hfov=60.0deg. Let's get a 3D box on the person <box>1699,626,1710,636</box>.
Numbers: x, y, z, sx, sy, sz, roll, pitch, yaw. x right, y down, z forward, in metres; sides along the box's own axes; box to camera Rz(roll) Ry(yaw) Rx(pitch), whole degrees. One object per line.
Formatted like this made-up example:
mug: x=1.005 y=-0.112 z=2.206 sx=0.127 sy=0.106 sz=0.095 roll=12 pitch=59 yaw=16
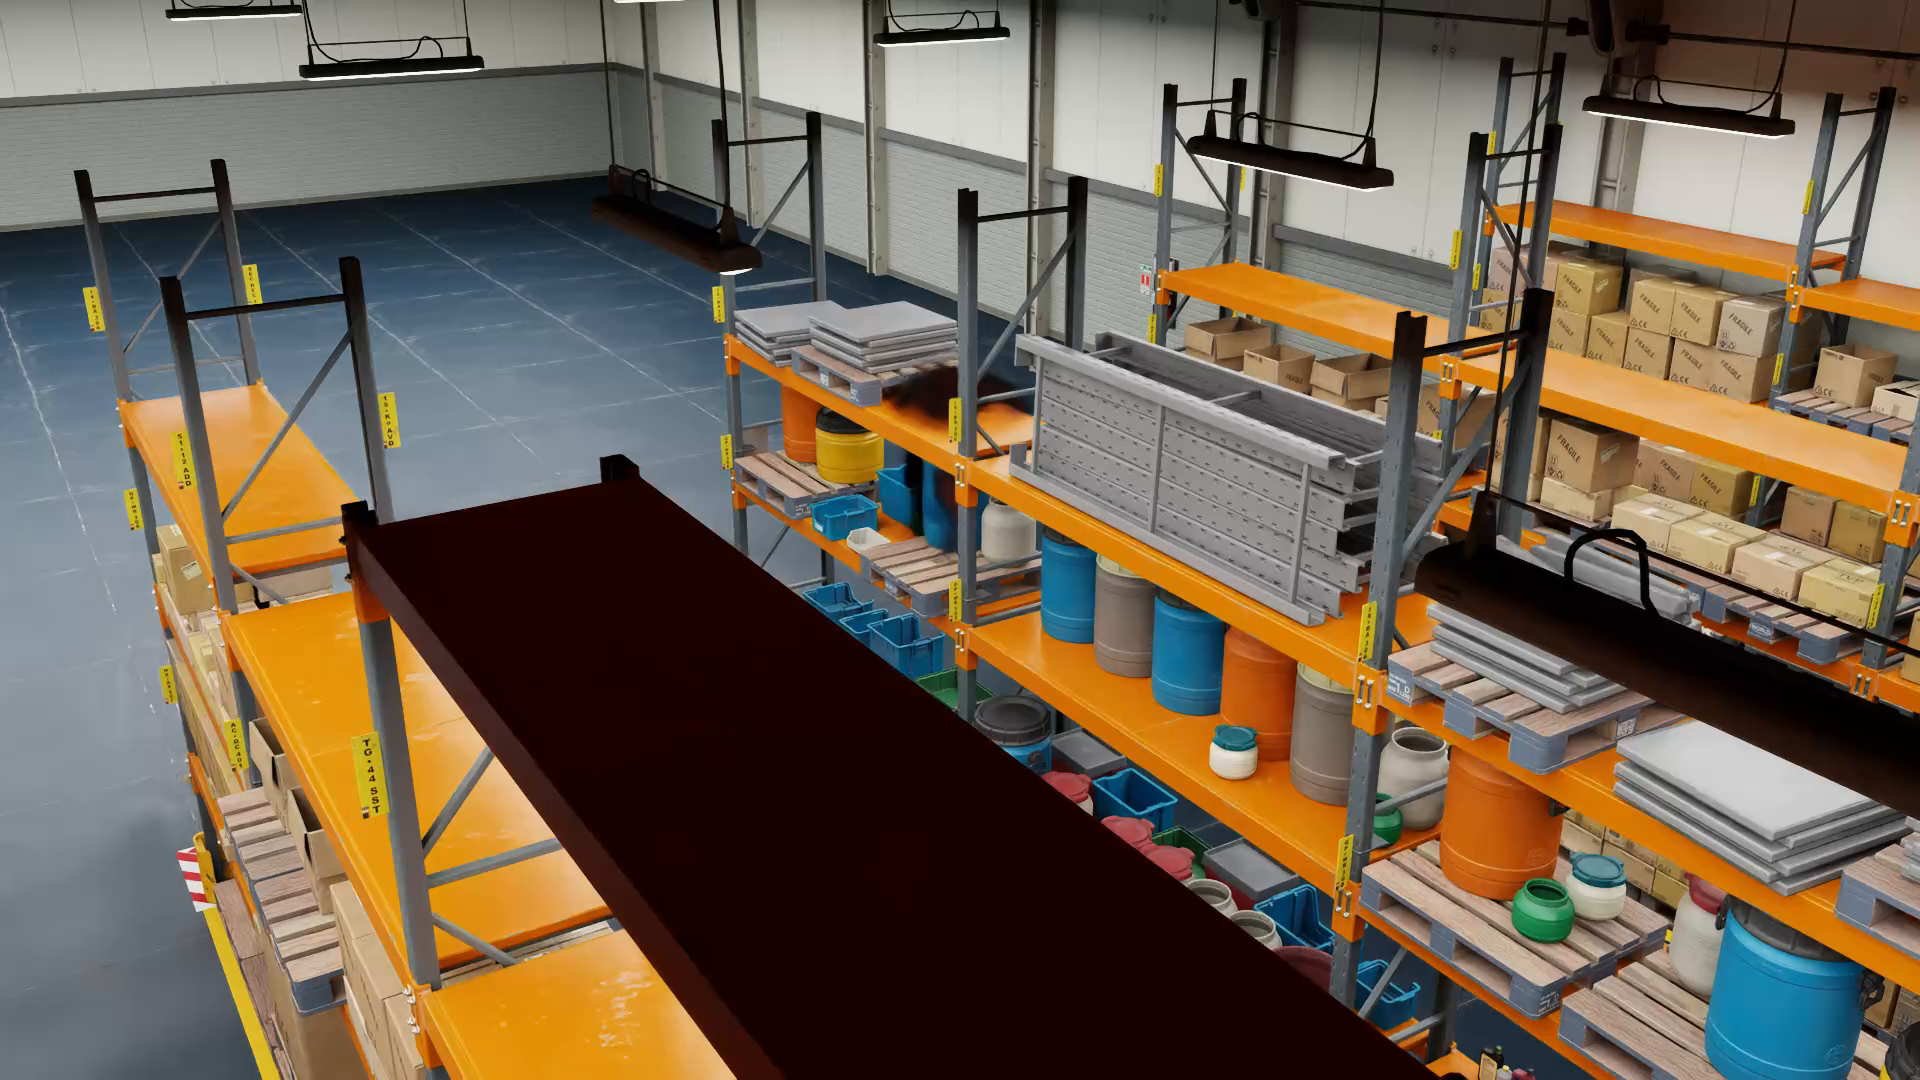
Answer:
person: x=6.733 y=1.350 z=15.647 sx=0.486 sy=1.739 sz=0.972 roll=-14 pitch=26 yaw=-31
